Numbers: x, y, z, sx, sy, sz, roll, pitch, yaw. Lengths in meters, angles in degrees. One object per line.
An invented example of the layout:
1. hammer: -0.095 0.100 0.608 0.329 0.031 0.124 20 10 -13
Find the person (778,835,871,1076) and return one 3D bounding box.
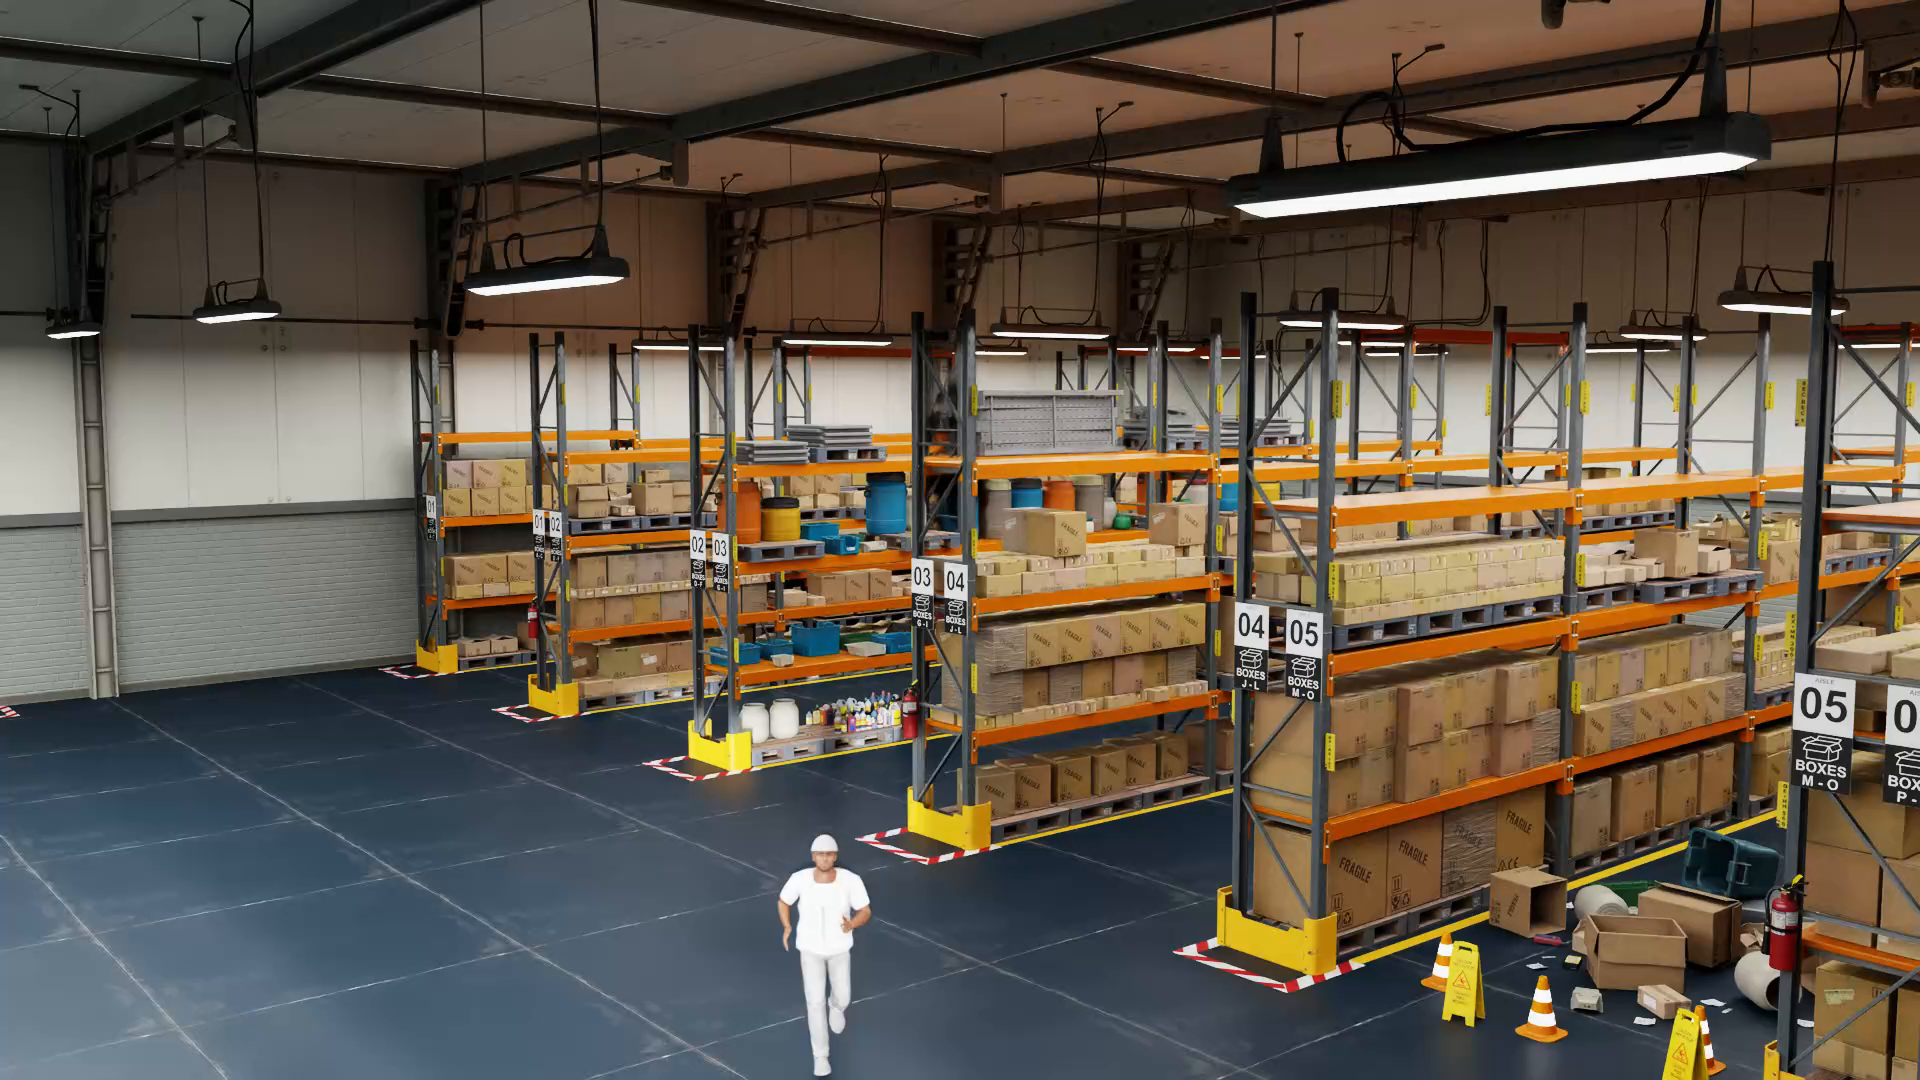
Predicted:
1. person: -1.036 3.118 12.741 0.714 1.742 0.901 -1 5 -6
